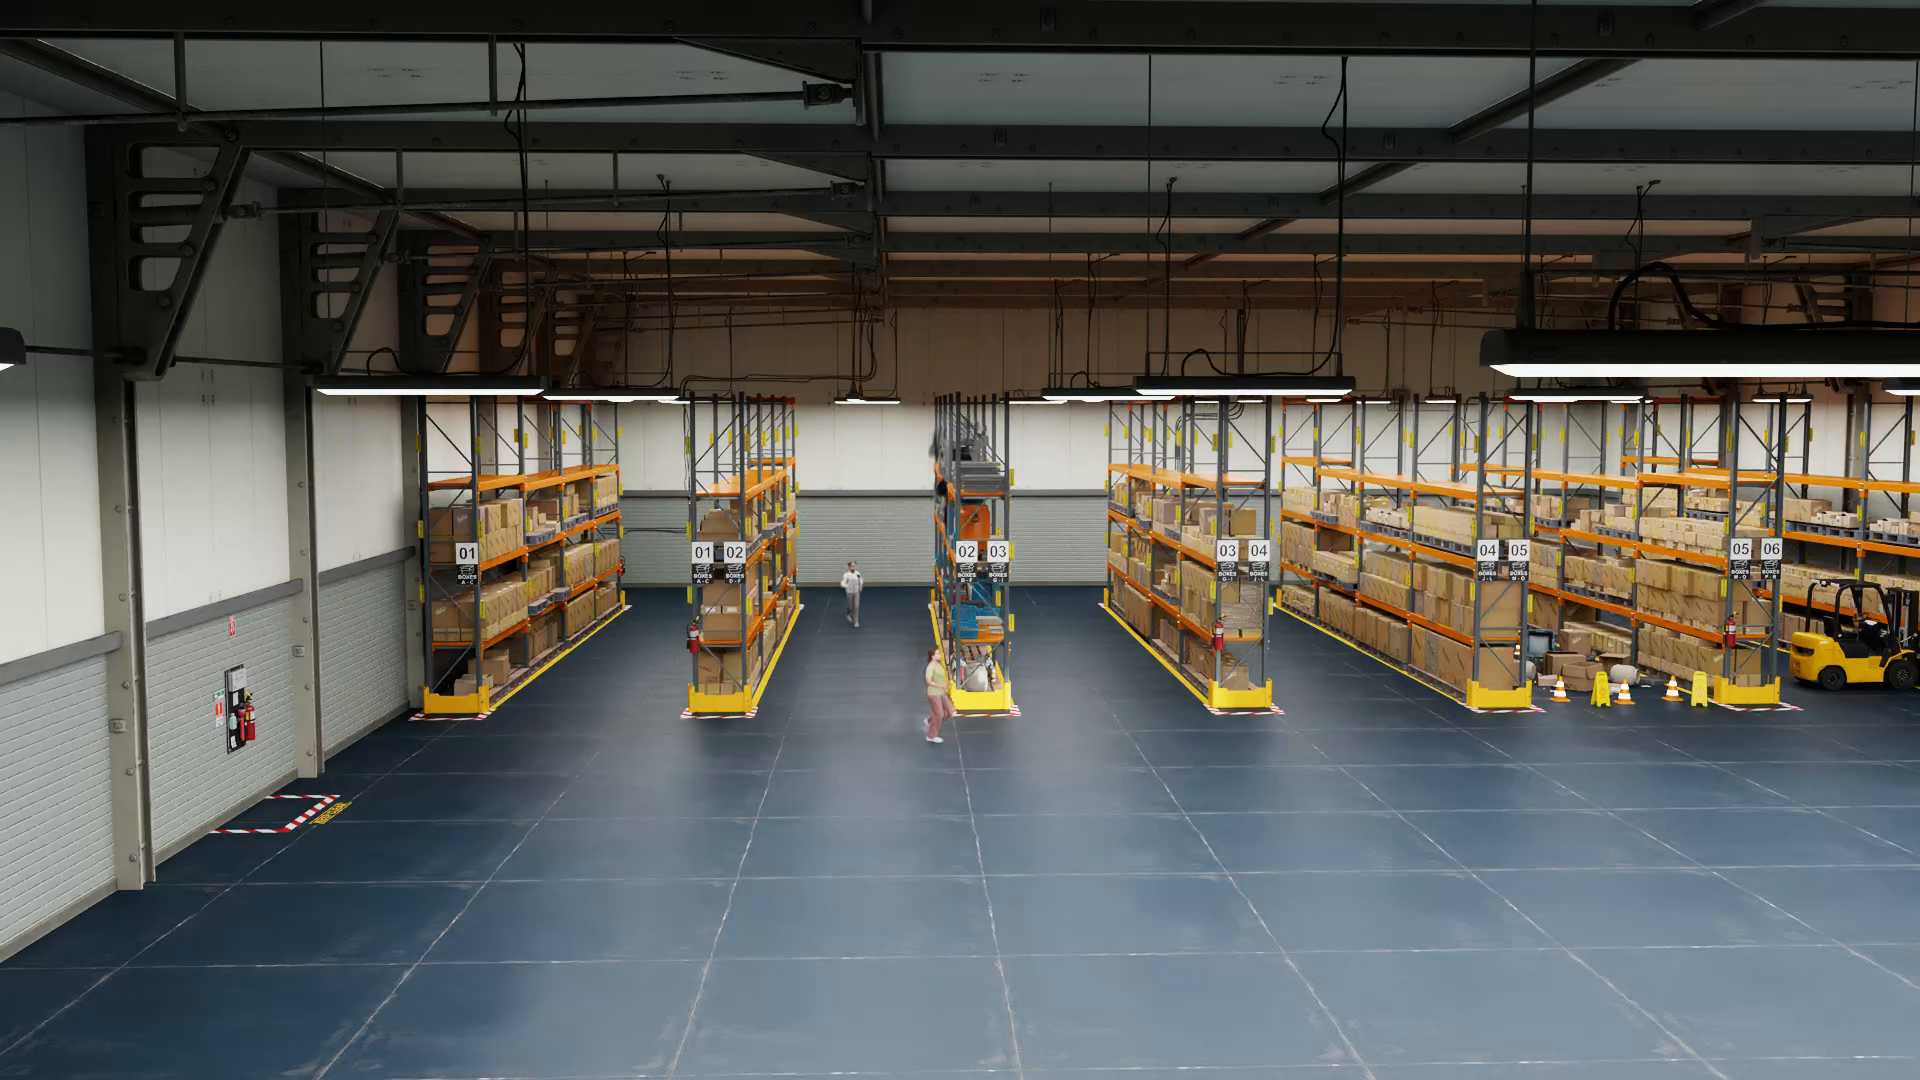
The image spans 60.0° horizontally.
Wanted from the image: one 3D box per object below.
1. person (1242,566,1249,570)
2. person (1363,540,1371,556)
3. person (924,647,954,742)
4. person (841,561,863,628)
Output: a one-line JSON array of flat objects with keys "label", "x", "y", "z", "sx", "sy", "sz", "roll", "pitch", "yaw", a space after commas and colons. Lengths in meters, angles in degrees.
[{"label": "person", "x": 8.499, "y": 0.976, "z": 48.310, "sx": 0.783, "sy": 1.806, "sz": 0.720, "roll": -4, "pitch": 6, "yaw": -43}, {"label": "person", "x": 11.912, "y": 0.904, "z": 49.058, "sx": 0.743, "sy": 1.824, "sz": 0.640, "roll": 0, "pitch": 5, "yaw": 1}, {"label": "person", "x": -0.392, "y": 2.638, "z": 28.397, "sx": 0.542, "sy": 1.631, "sz": 0.576, "roll": 2, "pitch": 5, "yaw": 22}, {"label": "person", "x": -2.800, "y": 1.393, "z": 43.400, "sx": 0.617, "sy": 1.695, "sz": 0.921, "roll": -1, "pitch": 5, "yaw": -16}]
